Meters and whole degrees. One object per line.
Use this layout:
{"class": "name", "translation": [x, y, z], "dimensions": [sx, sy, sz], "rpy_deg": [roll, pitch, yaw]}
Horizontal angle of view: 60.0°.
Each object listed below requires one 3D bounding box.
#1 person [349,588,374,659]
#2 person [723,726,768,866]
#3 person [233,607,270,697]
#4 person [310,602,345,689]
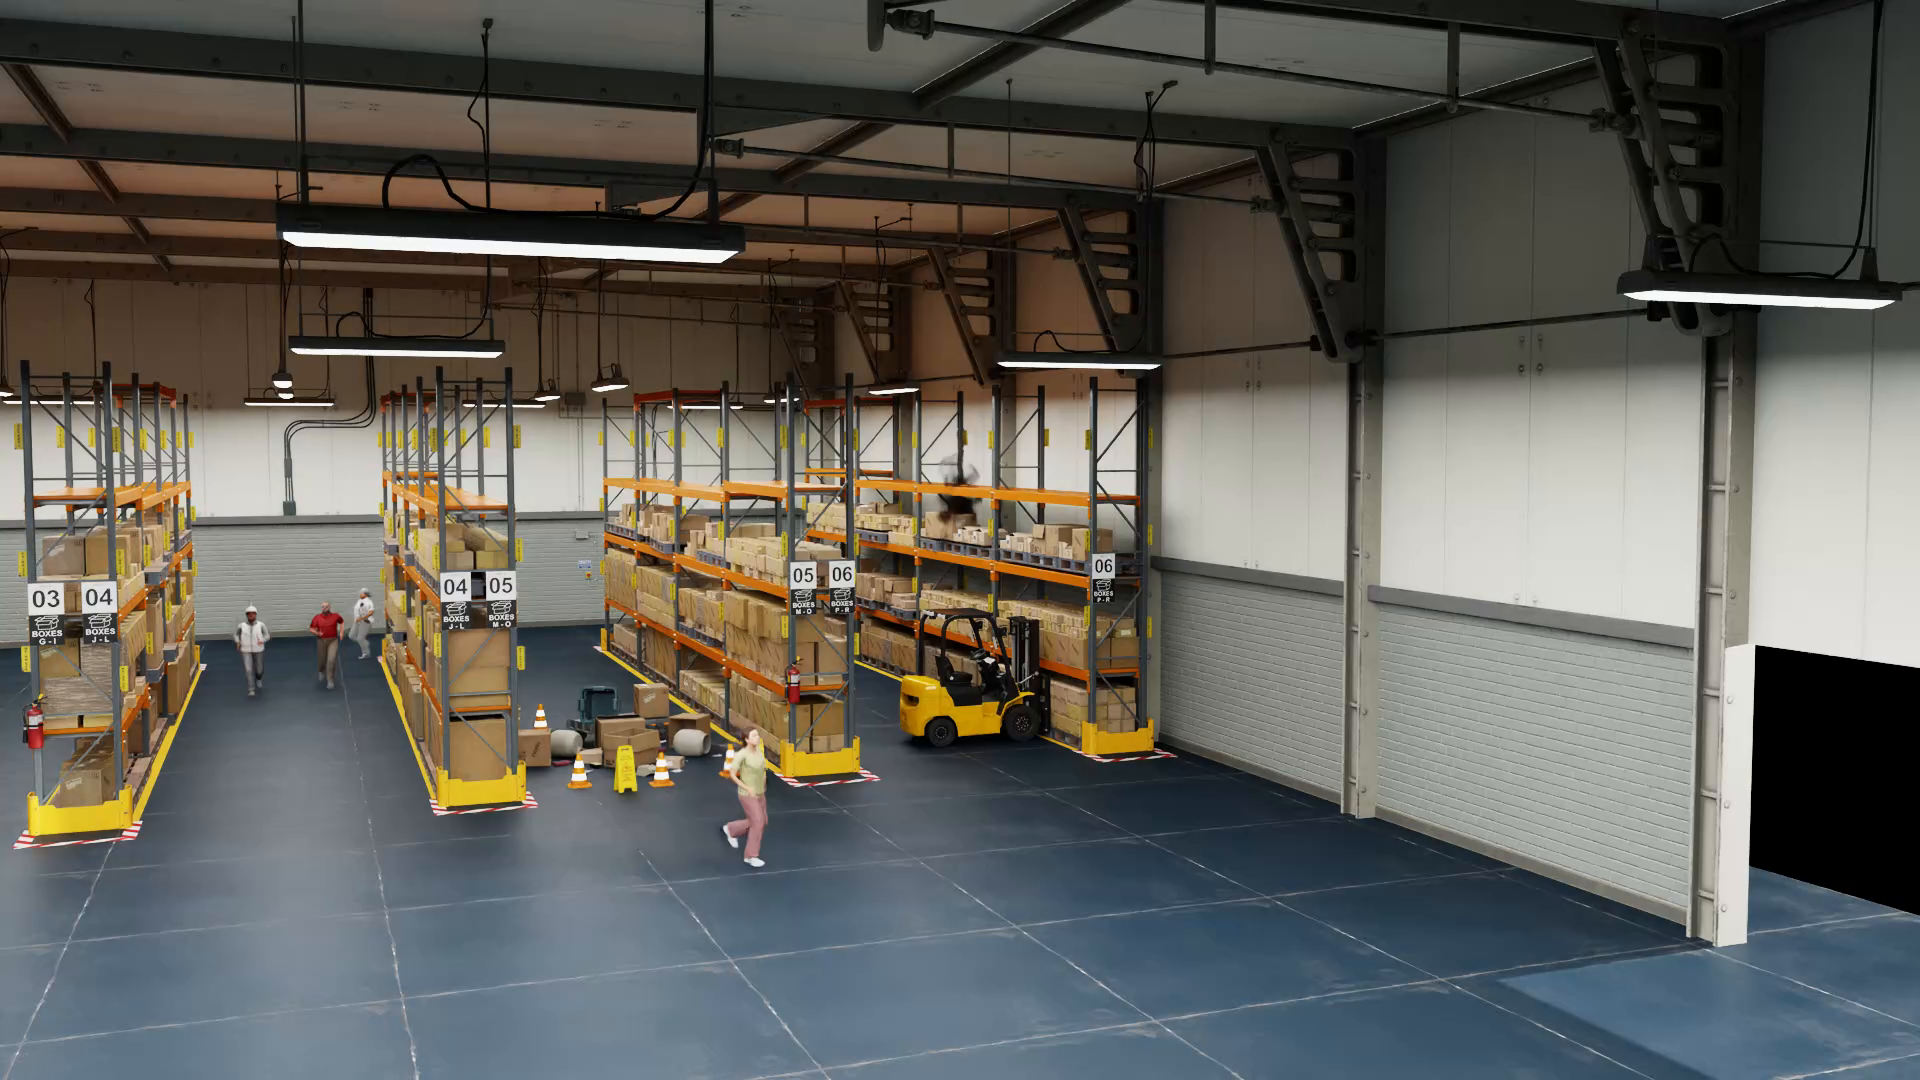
{"class": "person", "translation": [-13.700, 1.911, 38.161], "dimensions": [0.641, 1.637, 0.501], "rpy_deg": [3, 5, 41]}
{"class": "person", "translation": [-2.555, 3.007, 19.693], "dimensions": [0.626, 1.652, 0.586], "rpy_deg": [2, 4, 31]}
{"class": "person", "translation": [-13.900, 2.174, 32.630], "dimensions": [0.667, 1.735, 0.779], "rpy_deg": [-1, 4, -23]}
{"class": "person", "translation": [-12.855, 2.116, 33.807], "dimensions": [0.672, 1.743, 0.968], "rpy_deg": [-1, 4, -19]}
